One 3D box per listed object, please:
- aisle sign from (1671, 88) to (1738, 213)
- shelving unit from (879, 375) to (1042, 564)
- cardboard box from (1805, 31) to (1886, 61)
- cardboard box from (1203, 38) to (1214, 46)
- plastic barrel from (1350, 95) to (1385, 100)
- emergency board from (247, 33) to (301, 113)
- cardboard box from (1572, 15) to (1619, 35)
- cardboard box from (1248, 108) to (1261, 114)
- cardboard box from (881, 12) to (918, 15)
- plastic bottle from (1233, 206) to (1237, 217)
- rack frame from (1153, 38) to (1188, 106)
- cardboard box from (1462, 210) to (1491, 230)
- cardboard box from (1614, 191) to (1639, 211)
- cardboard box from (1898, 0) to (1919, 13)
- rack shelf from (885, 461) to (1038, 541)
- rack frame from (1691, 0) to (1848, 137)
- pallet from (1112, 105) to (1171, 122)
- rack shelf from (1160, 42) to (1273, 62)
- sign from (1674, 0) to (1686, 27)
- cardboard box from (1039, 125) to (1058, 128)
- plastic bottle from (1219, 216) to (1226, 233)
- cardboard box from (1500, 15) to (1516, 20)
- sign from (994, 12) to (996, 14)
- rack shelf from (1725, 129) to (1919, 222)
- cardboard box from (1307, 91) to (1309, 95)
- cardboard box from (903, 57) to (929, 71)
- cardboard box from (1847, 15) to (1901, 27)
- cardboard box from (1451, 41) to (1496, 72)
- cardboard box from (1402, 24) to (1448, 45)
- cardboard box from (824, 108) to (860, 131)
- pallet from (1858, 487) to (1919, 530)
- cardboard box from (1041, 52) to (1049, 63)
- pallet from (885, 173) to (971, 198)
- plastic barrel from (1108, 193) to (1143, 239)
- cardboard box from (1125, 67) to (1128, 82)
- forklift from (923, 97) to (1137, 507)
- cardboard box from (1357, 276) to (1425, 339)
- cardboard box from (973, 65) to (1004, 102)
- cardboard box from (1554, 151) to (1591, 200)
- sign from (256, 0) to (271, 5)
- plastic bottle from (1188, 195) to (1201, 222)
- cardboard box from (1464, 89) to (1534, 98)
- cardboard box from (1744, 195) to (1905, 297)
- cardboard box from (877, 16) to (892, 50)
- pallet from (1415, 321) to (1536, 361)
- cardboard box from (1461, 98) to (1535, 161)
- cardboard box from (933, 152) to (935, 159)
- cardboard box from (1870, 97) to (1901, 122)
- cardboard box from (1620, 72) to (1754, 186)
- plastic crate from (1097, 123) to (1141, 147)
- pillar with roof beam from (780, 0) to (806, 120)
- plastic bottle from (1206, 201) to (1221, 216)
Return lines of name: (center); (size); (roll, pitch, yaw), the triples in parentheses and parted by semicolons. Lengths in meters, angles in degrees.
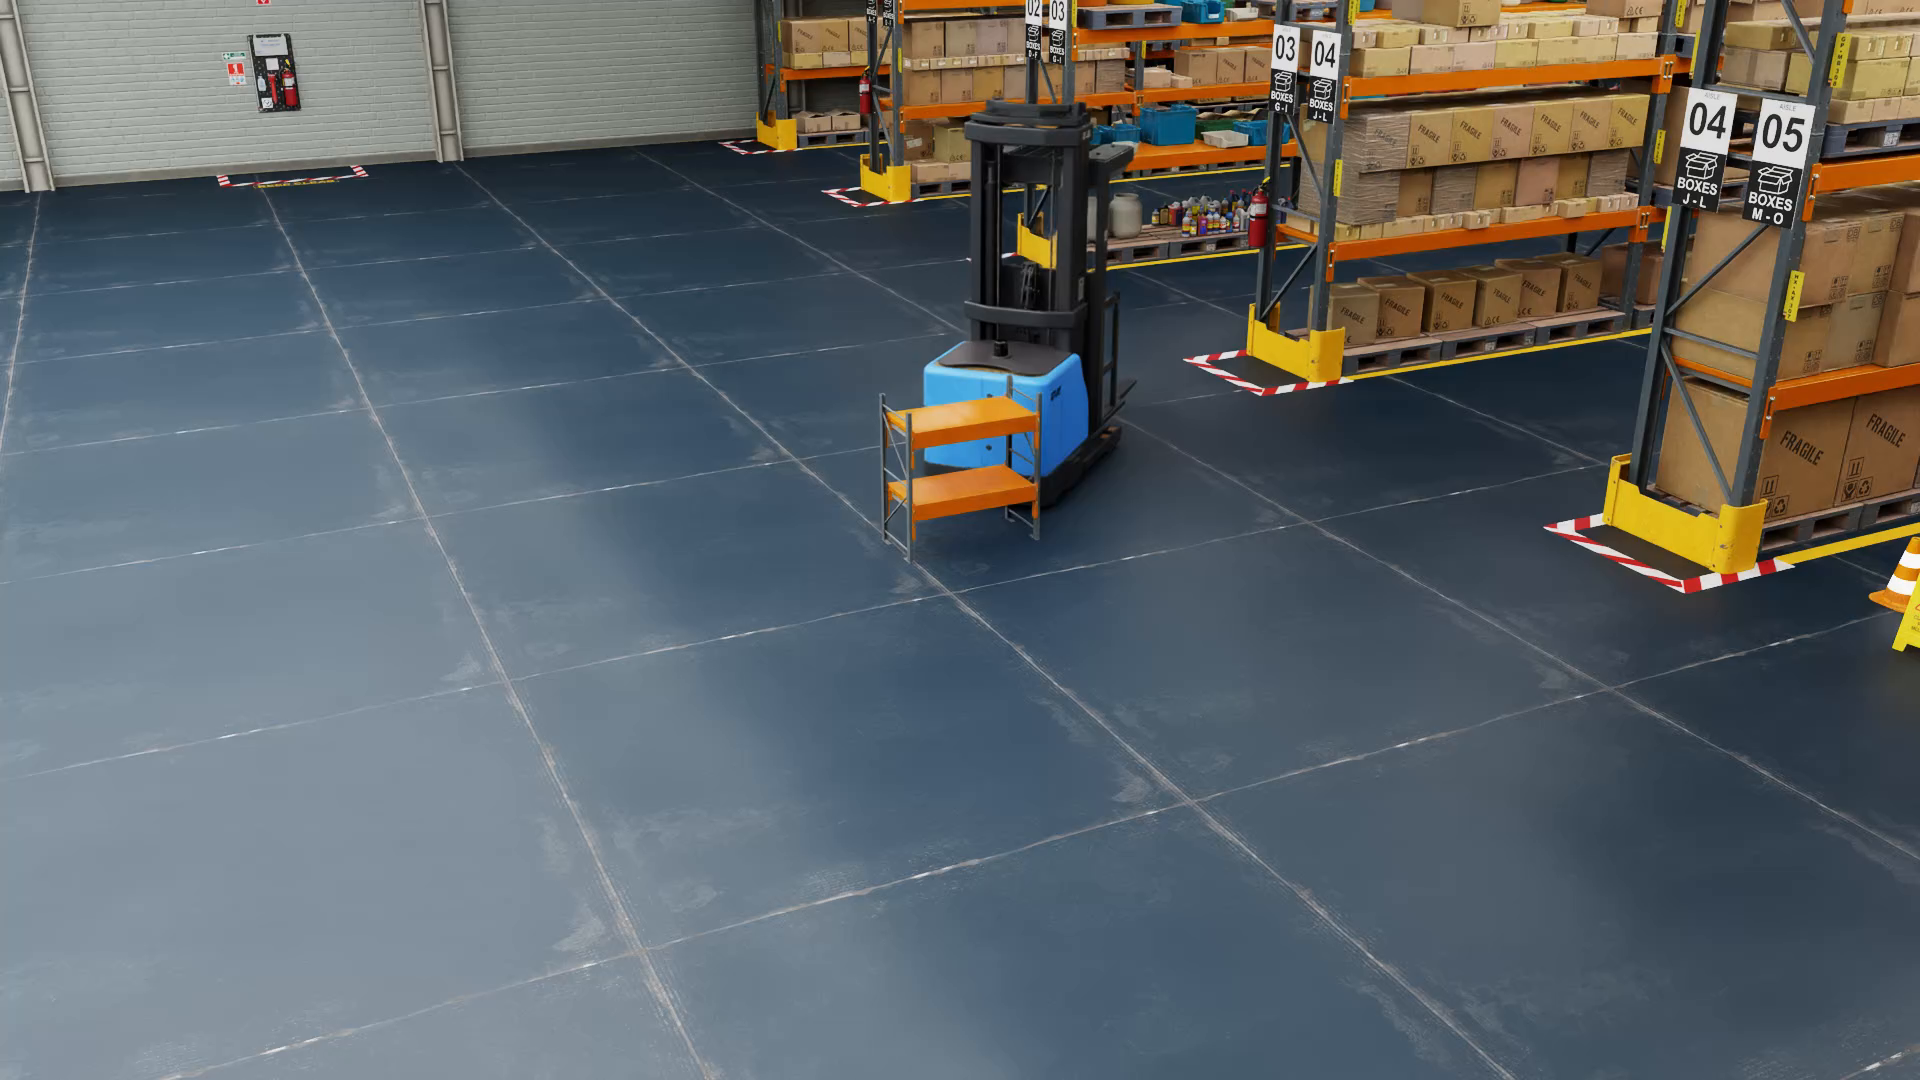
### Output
aisle sign: (5.078, -2.661, 11.358); (0.004, 0.787, 0.394); (-10, 25, -24)
shelving unit: (0.006, -0.521, 12.038); (1.048, 1.125, 0.538); (-10, 25, -24)
cardboard box: (5.711, -3.193, 10.725); (0.250, 0.149, 0.380); (-10, 25, -23)
cardboard box: (4.604, -9.450, 31.459); (0.250, 0.149, 0.380); (-10, 25, -23)
plastic barrel: (5.148, -5.656, 21.337); (0.708, 0.901, 0.600); (-10, 25, -24)
emergency board: (-10.627, -7.238, 25.814); (0.643, 1.169, 0.194); (-10, 25, -24)
cardboard box: (6.180, -5.021, 16.211); (0.250, 0.149, 0.380); (-12, 25, -26)
cardboard box: (5.059, -6.943, 27.414); (0.500, 0.311, 0.500); (-11, 25, -25)
cardboard box: (-1.062, -8.994, 29.246); (0.500, 0.500, 0.500); (-10, 24, -22)
plastic bottle: (3.554, -4.133, 21.288); (0.133, 0.283, 0.061); (-10, 25, -24)
rack frame: (3.976, -9.543, 31.382); (0.127, 3.000, 1.000); (-10, 25, -24)
cardboard box: (4.966, -3.159, 16.288); (0.250, 0.149, 0.380); (-10, 25, -24)
cardboard box: (6.750, -3.505, 17.124); (0.250, 0.149, 0.380); (-10, 25, -24)
cardboard box: (10.099, -5.919, 17.922); (0.500, 0.500, 0.500); (-10, 24, -22)
rack shelf: (0.006, -0.295, 12.131); (1.000, 0.278, 0.538); (-10, 25, -24)
rack frame: (5.272, -4.140, 10.487); (0.127, 3.000, 1.000); (-10, 25, -24)
pallet: (3.271, -8.125, 31.603); (1.213, 0.211, 1.003); (-10, 25, -24)
rack shelf: (5.778, -9.542, 32.321); (4.000, 0.370, 1.077); (-10, 25, -24)
sign: (7.059, -5.197, 16.286); (0.005, 0.325, 0.100); (-10, 25, -24)
cardboard box: (1.296, -6.127, 25.196); (0.500, 0.500, 0.500); (-10, 25, -24)
plastic bottle: (3.321, -3.995, 21.063); (0.097, 0.201, 0.097); (0, 22, 0)
cardboard box: (5.231, -5.082, 16.358); (0.250, 0.149, 0.380); (-11, 25, -25)
sign: (0.614, -9.094, 29.164); (0.005, 0.325, 0.100); (-10, 25, -24)
rack shelf: (7.074, -2.754, 12.000); (4.000, 0.370, 1.077); (-10, 25, -24)
cardboard box: (7.051, -9.254, 32.947); (0.750, 0.750, 0.750); (-10, 25, -23)
cardboard box: (-0.634, -6.846, 23.888); (0.250, 0.149, 0.380); (-11, 25, -24)
cardboard box: (6.343, -3.588, 11.680); (0.250, 0.149, 0.380); (-10, 25, -23)
cardboard box: (4.669, -4.571, 15.644); (0.500, 0.250, 0.500); (-11, 25, -24)
cardboard box: (4.287, -4.676, 15.378); (0.250, 0.149, 0.380); (-9, 24, -21)
cardboard box: (-2.056, -7.355, 29.037); (0.500, 0.311, 0.500); (-8, 24, -19)
pallet: (7.057, -0.441, 13.038); (1.213, 0.211, 1.003); (-10, 25, -24)
cardboard box: (1.227, -7.190, 24.718); (0.250, 0.149, 0.380); (-10, 24, -22)
pallet: (-0.410, -5.362, 24.928); (1.213, 0.211, 1.003); (-10, 25, -24)
plastic barrel: (2.076, -4.065, 20.851); (0.421, 0.512, 0.421); (0, 22, 0)
cardboard box: (2.809, -8.727, 31.124); (0.500, 0.250, 0.500); (-10, 24, -23)
forklift: (0.734, -2.136, 13.579); (1.130, 2.935, 3.031); (9, 24, 20)
cardboard box: (4.306, -2.342, 16.706); (0.500, 0.500, 0.500); (-4, 23, -10)
cardboard box: (0.266, -6.798, 24.619); (0.500, 0.500, 0.700); (-10, 25, -23)
cardboard box: (5.918, -3.818, 17.031); (0.500, 0.500, 0.875); (-10, 25, -24)
sign: (-10.677, -8.342, 25.450); (0.199, 0.298, 0.001); (-10, 25, -24)
plastic bottle: (3.040, -4.321, 21.655); (0.185, 0.351, 0.144); (-9, 24, -21)
cardboard box: (5.400, -4.251, 16.770); (0.500, 0.500, 0.500); (-10, 25, -24)
cardboard box: (6.079, -2.108, 11.813); (0.550, 0.550, 0.875); (-10, 25, -24)
cardboard box: (-1.294, -8.730, 28.607); (0.500, 0.500, 0.500); (-10, 24, -22)
pallet: (5.126, -2.142, 17.149); (1.213, 0.211, 1.003); (-10, 25, -24)
cardboard box: (5.177, -3.987, 16.132); (0.500, 0.500, 0.500); (-10, 25, -24)
cardboard box: (-0.280, -5.711, 25.170); (0.500, 0.250, 0.500); (-10, 25, -24)
cardboard box: (5.950, -2.868, 10.982); (0.250, 0.149, 0.380); (-10, 25, -23)
cardboard box: (7.593, -4.313, 17.414); (1.000, 1.000, 1.000); (-10, 25, -23)
plastic crate: (1.973, -5.025, 20.661); (0.408, 0.251, 0.499); (-10, 25, -24)
pillar with roof beam: (-1.110, -9.918, 24.445); (0.400, 9.000, 9.100); (-10, 25, -24)
plastic bottle: (3.295, -4.270, 21.630); (0.135, 0.276, 0.152); (-10, 25, -24)
